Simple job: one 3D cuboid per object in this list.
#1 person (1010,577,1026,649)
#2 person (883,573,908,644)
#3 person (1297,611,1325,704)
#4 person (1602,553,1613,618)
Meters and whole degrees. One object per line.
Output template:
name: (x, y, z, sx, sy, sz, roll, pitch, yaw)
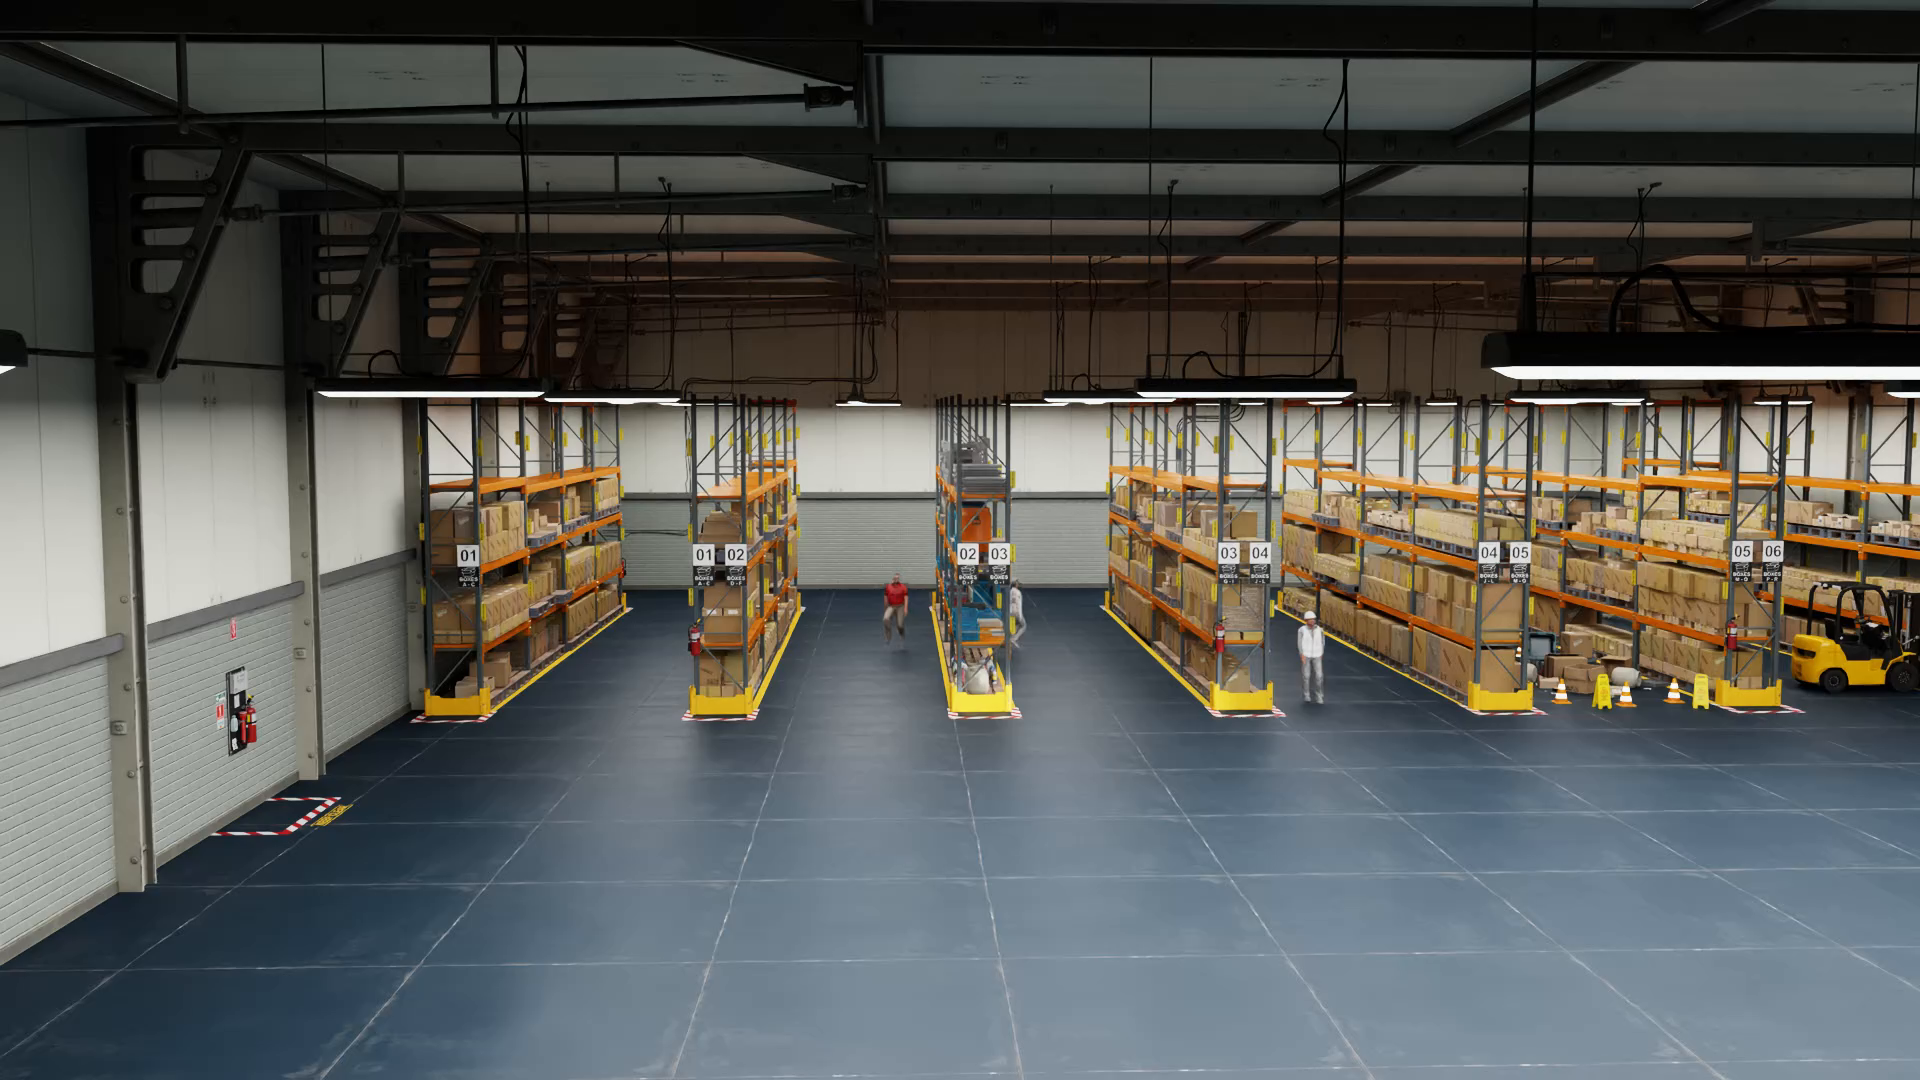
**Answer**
person: (1.285, 1.689, 38.657, 0.513, 1.637, 0.503, -4, 6, -41)
person: (-1.513, 1.602, 39.222, 0.591, 1.624, 0.857, 1, 5, 7)
person: (6.858, 2.314, 32.457, 0.546, 1.859, 0.469, 0, 5, 4)
person: (17.765, 1.248, 45.348, 0.591, 1.771, 0.596, -3, 6, -36)
